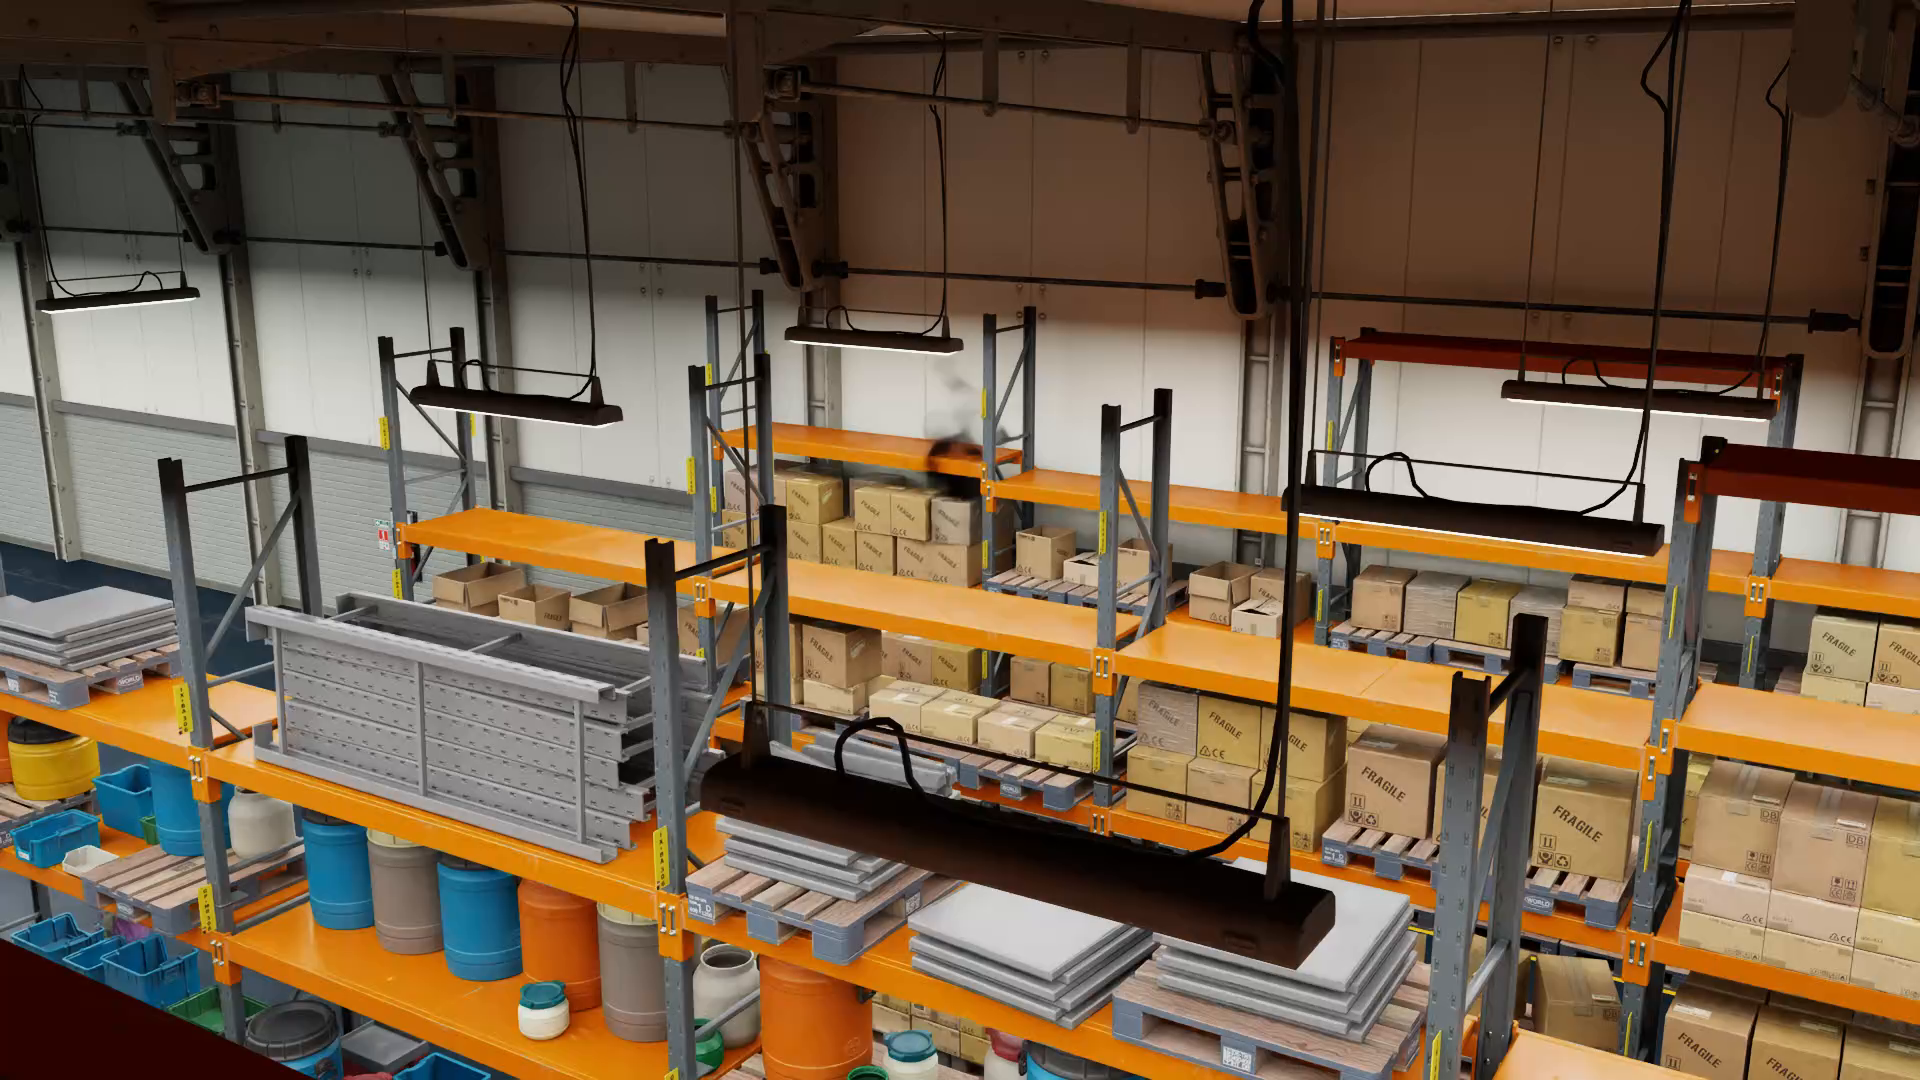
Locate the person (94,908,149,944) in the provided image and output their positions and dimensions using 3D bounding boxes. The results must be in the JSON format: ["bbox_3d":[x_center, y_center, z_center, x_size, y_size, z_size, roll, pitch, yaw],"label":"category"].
[{"bbox_3d":[-7.588,3.663,15.169,0.579,1.559,0.574,0,14,2],"label":"person"}]
